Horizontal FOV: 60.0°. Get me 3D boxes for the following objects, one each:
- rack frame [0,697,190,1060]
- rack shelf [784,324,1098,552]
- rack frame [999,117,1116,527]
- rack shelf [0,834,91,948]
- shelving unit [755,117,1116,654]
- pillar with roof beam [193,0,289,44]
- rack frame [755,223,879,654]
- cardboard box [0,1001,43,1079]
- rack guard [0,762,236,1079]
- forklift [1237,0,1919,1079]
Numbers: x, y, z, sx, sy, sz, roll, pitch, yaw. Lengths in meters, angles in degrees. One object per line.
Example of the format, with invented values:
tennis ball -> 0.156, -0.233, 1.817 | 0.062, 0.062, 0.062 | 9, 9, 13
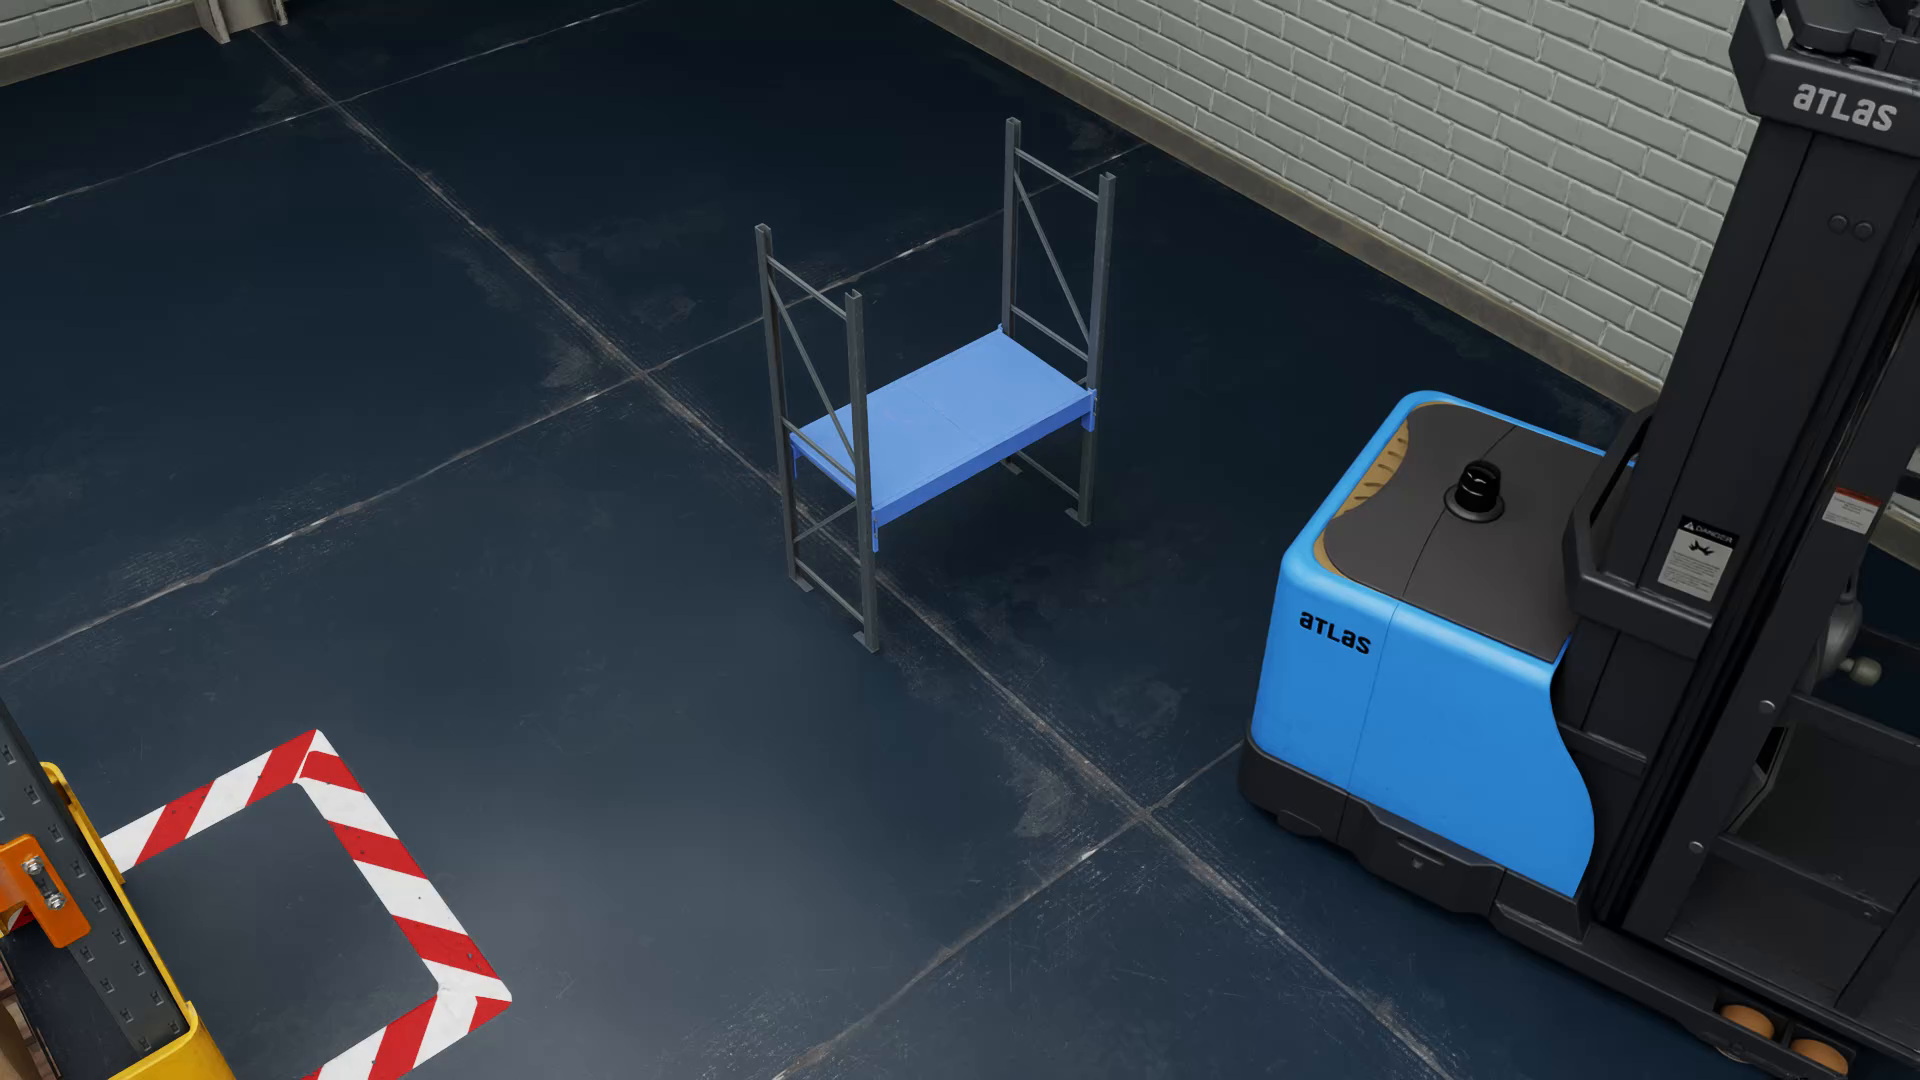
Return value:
rack frame -> -2.352, 0.247, 3.796 | 0.127, 3.000, 1.000 | -30, 51, -28
rack shelf -> -0.065, -0.378, 5.820 | 1.000, 0.185, 0.538 | -30, 51, -28
rack frame -> 0.325, -0.733, 5.934 | 0.032, 1.500, 0.500 | -30, 51, -28
rack shelf -> -3.886, 1.388, 3.107 | 4.000, 0.370, 1.077 | -30, 51, -28
shelving unit -> -0.065, -0.509, 5.697 | 1.048, 1.500, 0.538 | -30, 51, -28
pillar with roof beam -> -1.255, -3.919, 3.850 | 0.400, 9.000, 9.100 | -30, 51, -28
rack frame -> -0.455, -0.286, 5.459 | 0.032, 1.500, 0.500 | -30, 51, -28
cardboard box -> -2.611, 1.366, 4.109 | 0.500, 0.500, 0.500 | -30, 51, -28
rack guard -> -2.411, 1.191, 4.616 | 0.348, 0.500, 1.175 | -30, 51, -28
forklift -> 2.398, 0.055, 4.050 | 3.031, 2.935, 1.130 | 24, 48, 24
